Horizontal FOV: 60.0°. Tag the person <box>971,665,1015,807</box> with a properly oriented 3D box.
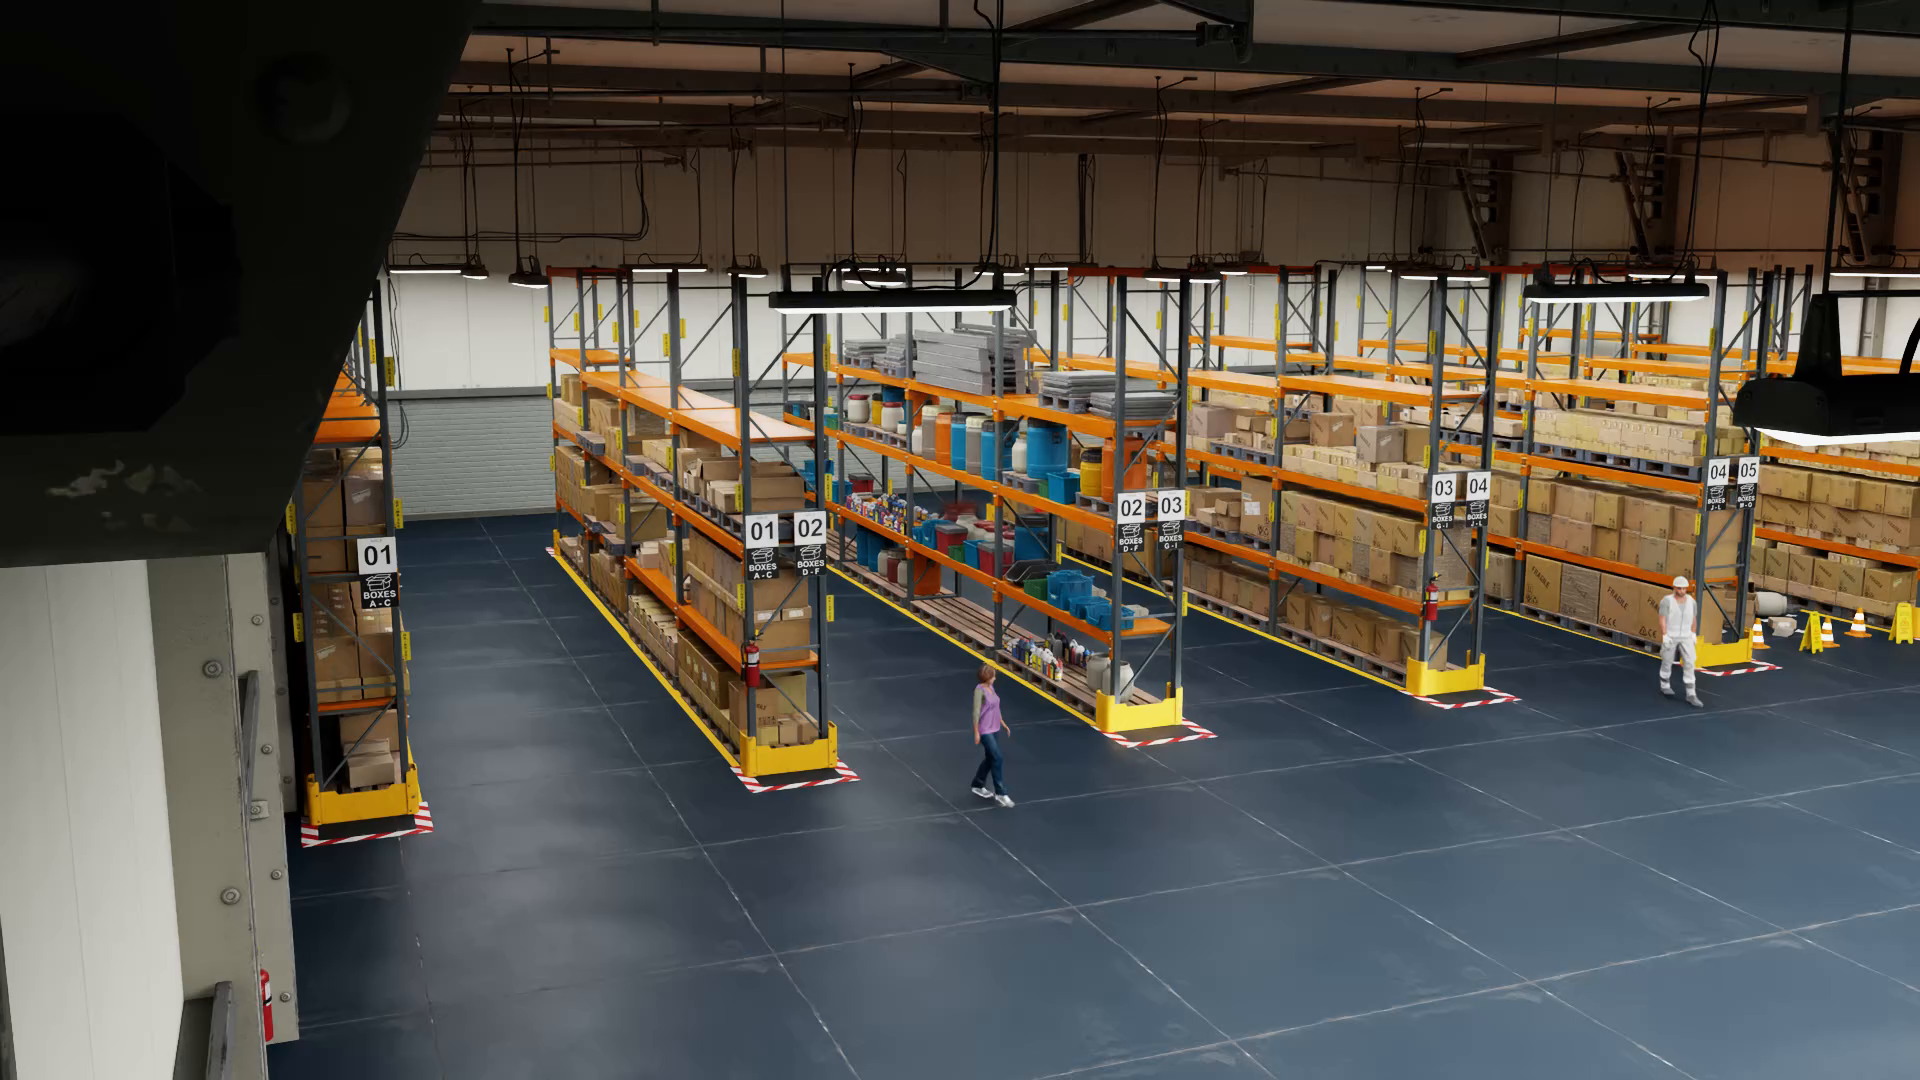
[{"bbox_3d":[0.398,2.246,19.260,0.609,1.614,0.437,4,11,20],"label":"person"}]

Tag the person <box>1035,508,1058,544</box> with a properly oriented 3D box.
[{"bbox_3d":[1.489,0.234,30.129,0.581,1.723,1.034,-4,11,-20],"label":"person"}]

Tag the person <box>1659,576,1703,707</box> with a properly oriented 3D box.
[{"bbox_3d":[10.173,1.391,23.493,0.577,1.763,0.831,1,10,7],"label":"person"}]
